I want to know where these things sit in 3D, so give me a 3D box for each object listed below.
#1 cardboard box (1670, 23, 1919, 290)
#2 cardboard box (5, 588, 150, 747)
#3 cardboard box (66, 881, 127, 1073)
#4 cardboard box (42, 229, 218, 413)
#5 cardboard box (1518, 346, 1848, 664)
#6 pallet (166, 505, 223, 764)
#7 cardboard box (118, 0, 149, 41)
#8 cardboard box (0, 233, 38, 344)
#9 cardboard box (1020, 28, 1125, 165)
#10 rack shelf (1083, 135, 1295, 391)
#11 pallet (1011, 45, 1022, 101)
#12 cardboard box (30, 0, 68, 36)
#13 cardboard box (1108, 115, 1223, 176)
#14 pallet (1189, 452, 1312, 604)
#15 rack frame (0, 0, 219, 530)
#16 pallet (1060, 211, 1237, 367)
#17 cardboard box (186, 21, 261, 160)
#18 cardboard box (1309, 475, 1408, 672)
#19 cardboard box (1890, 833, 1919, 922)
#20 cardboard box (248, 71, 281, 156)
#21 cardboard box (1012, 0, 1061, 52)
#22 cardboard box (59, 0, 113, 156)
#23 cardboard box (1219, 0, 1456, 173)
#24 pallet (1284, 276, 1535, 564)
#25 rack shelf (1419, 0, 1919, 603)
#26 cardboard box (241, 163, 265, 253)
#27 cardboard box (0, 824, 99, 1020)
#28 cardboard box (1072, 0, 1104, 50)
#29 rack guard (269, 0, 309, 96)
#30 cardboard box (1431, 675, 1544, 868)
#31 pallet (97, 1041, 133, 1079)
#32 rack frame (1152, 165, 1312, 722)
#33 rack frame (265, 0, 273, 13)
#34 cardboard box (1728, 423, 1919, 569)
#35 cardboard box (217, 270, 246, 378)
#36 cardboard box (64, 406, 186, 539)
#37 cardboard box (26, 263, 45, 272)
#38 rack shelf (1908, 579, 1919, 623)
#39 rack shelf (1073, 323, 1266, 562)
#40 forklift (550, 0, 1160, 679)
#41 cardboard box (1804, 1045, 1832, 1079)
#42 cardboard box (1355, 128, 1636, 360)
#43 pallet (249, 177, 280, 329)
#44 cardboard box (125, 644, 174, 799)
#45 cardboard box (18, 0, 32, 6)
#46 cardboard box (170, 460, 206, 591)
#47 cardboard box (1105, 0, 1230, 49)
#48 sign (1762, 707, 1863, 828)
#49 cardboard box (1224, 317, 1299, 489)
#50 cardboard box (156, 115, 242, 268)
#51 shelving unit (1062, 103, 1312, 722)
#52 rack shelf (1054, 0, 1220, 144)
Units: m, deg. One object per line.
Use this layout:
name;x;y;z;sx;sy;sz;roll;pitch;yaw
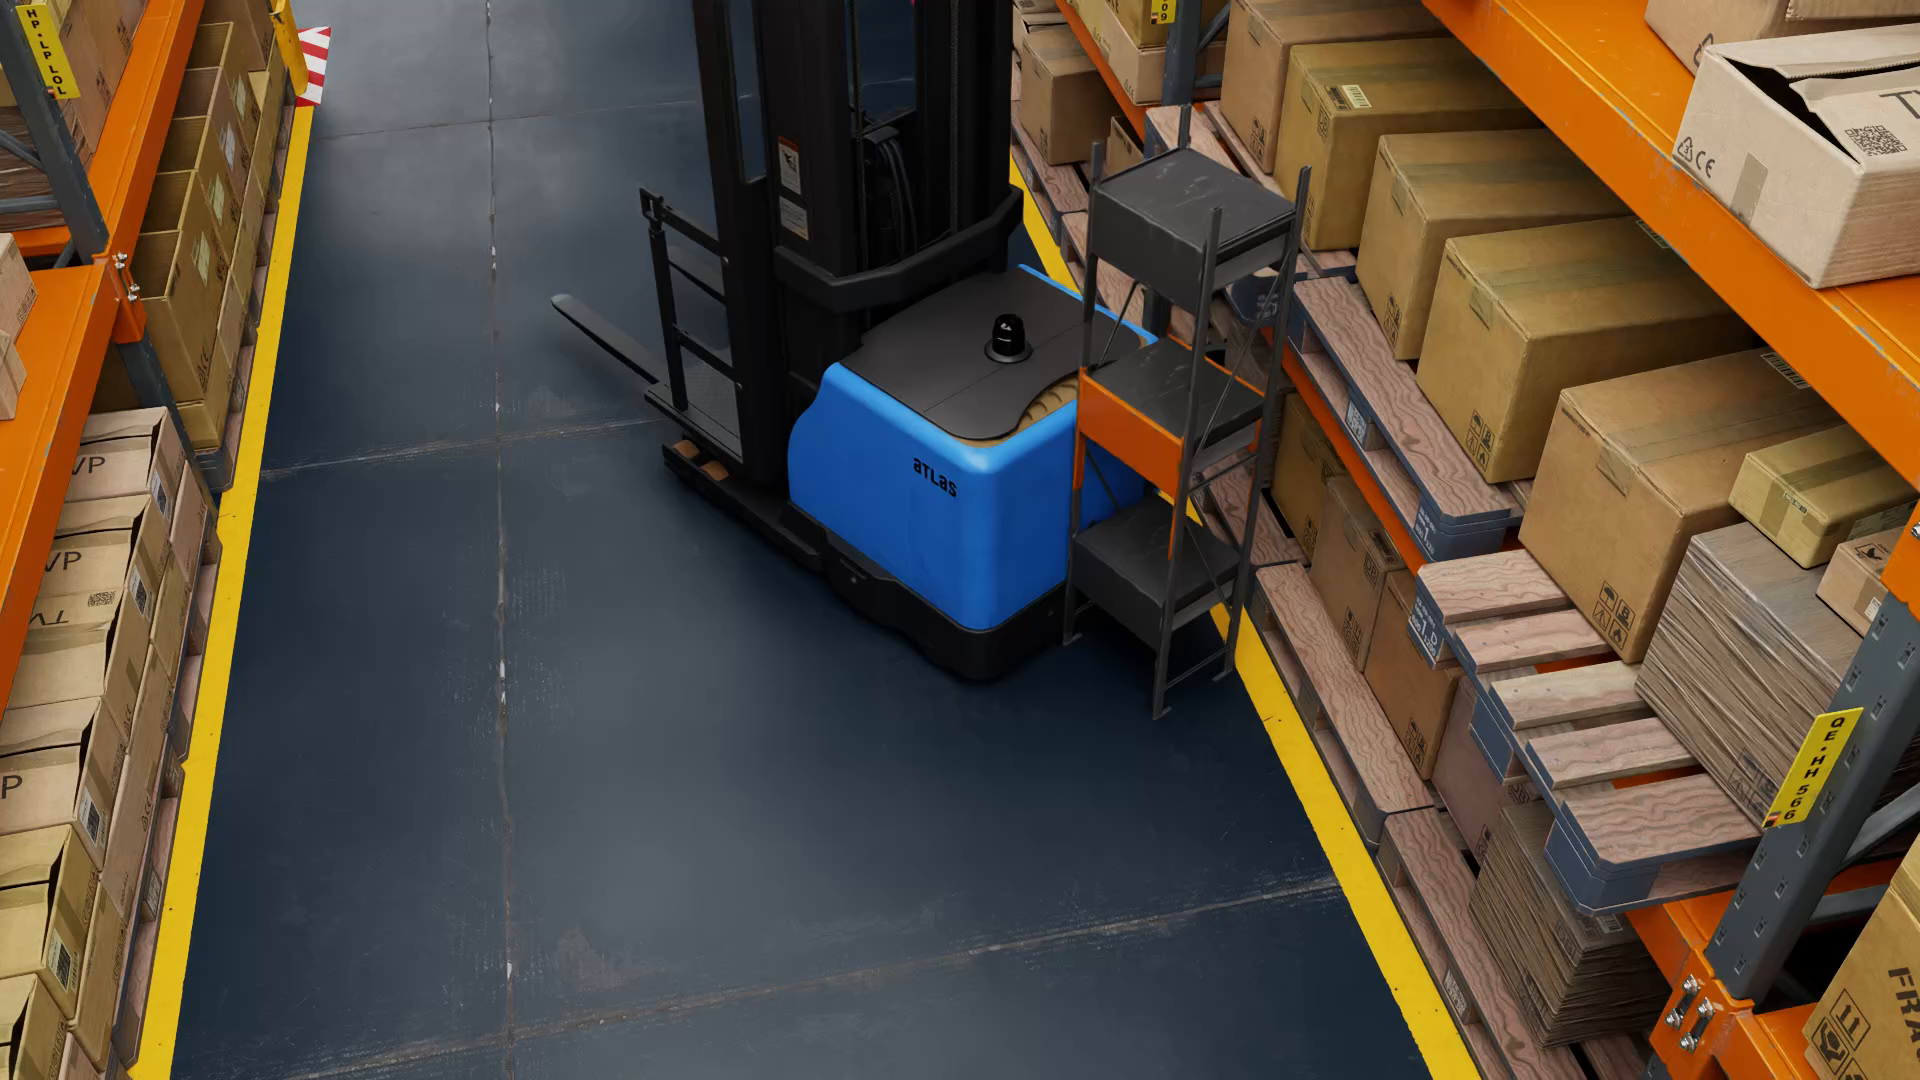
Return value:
cardboard box;1.740;-0.765;3.145;0.500;0.311;0.500;-8;42;-9
cardboard box;-2.949;0.421;5.348;0.500;0.311;0.500;-8;42;-9
cardboard box;-2.730;1.299;4.782;0.500;0.250;0.500;-9;42;-10
cardboard box;-3.334;-0.876;6.668;0.500;0.500;0.500;-8;42;-9
cardboard box;1.901;-0.105;4.202;0.700;0.500;0.500;-12;43;-13
pallet;-3.343;0.393;6.148;1.003;0.211;1.213;-8;42;-9
cardboard box;-3.978;-2.444;7.169;0.700;0.500;0.500;-7;42;-8
cardboard box;-3.391;-0.753;5.451;0.500;0.250;0.500;-6;42;-7
cardboard box;0.727;-2.343;8.681;0.700;0.500;0.500;-11;43;-12
rack shelf;0.702;-0.854;5.096;0.431;0.518;0.480;-28;49;-28
pallet;0.590;-2.803;9.749;1.003;0.211;1.213;-8;42;-9
cardboard box;-3.521;-1.933;6.105;0.380;0.149;0.250;-9;42;-10
cardboard box;1.033;-1.731;7.992;0.500;0.500;0.500;-11;43;-12
pallet;1.466;-0.287;6.914;1.003;0.211;1.213;-8;42;-9
rack frame;-3.540;-1.122;5.754;1.000;3.000;0.127;-8;42;-9
pallet;1.117;-1.221;7.967;1.003;0.211;1.213;-8;42;-9
cardboard box;-3.767;-2.173;8.128;0.500;0.500;0.500;-8;42;-9
cardboard box;1.702;0.075;5.957;0.700;0.500;0.500;-8;42;-9
cardboard box;2.012;0.672;2.854;0.500;0.250;0.500;-7;42;-8
cardboard box;-3.879;-2.216;8.741;0.500;0.250;0.500;-8;42;-9
cardboard box;0.494;-3.124;9.704;0.500;0.311;0.500;-13;43;-14
cardboard box;-3.762;-1.787;6.428;0.700;0.500;0.500;-9;42;-10
cardboard box;1.373;-1.701;6.000;0.700;0.500;0.500;-8;42;-9
pallet;1.692;-0.447;5.138;1.003;0.211;1.213;-8;42;-9
rack shelf;1.728;-1.390;4.339;1.077;0.370;4.000;-8;42;-9
cardboard box;-3.664;-1.567;8.011;0.500;0.250;0.500;-8;42;-9
cardboard box;-2.732;1.081;4.605;0.500;0.311;0.500;-9;42;-10
cardboard box;0.798;-2.373;7.262;0.500;0.250;0.500;-8;42;-9
rack guard;-4.409;-2.795;9.522;1.175;0.500;0.348;-8;42;-9
cardboard box;1.956;0.719;5.232;0.700;0.500;0.500;-8;42;-9
pallet;-2.816;1.975;4.366;1.003;0.211;1.213;-8;42;-9
rack frame;0.855;-0.214;5.410;0.400;2.100;0.015;-28;49;-28
rack frame;-4.403;-3.714;8.675;1.000;3.000;0.127;-8;42;-9
cardboard box;1.972;-0.111;3.721;0.380;0.149;0.250;-15;44;-16
cardboard box;-3.447;-0.919;7.281;0.500;0.250;0.500;-8;42;-9
cardboard box;-3.173;-0.239;6.092;0.500;0.311;0.500;-8;42;-9
cardboard box;-3.950;-1.126;6.949;0.500;0.500;0.500;-8;42;-9
rack shelf;2.591;1.203;1.418;1.077;0.370;4.000;-8;42;-9
rack shelf;0.702;-0.331;5.561;0.431;0.518;0.480;-28;49;-28
forklift;-0.603;-1.470;6.198;1.130;2.935;3.031;-32;51;-31
cardboard box;2.004;1.092;3.434;0.380;0.149;0.250;-9;42;-10
cardboard box;1.659;-0.915;5.115;0.700;0.500;0.500;-3;42;-3
pallet;-3.938;-1.393;8.160;1.003;0.211;1.213;-8;42;-9
cardboard box;-2.949;0.637;5.528;0.500;0.250;0.500;-7;42;-8
cardboard box;-3.642;-1.931;5.613;0.700;0.500;0.500;-8;42;-9
cardboard box;-3.167;-0.023;6.271;0.500;0.250;0.500;-9;42;-10
cardboard box;0.892;-2.328;6.646;0.500;0.500;0.500;-8;42;-9
sign;1.632;0.439;3.183;0.100;0.325;0.005;-8;42;-9
cardboard box;1.471;-0.589;6.705;0.700;0.500;0.500;-7;42;-8
cardboard box;-3.550;-1.524;7.398;0.500;0.500;0.500;-8;42;-9
shelving unit;0.702;-0.341;5.552;0.431;2.100;0.503;-28;49;-28
rack shelf;0.864;-2.861;8.256;1.077;0.370;4.000;-8;42;-9
